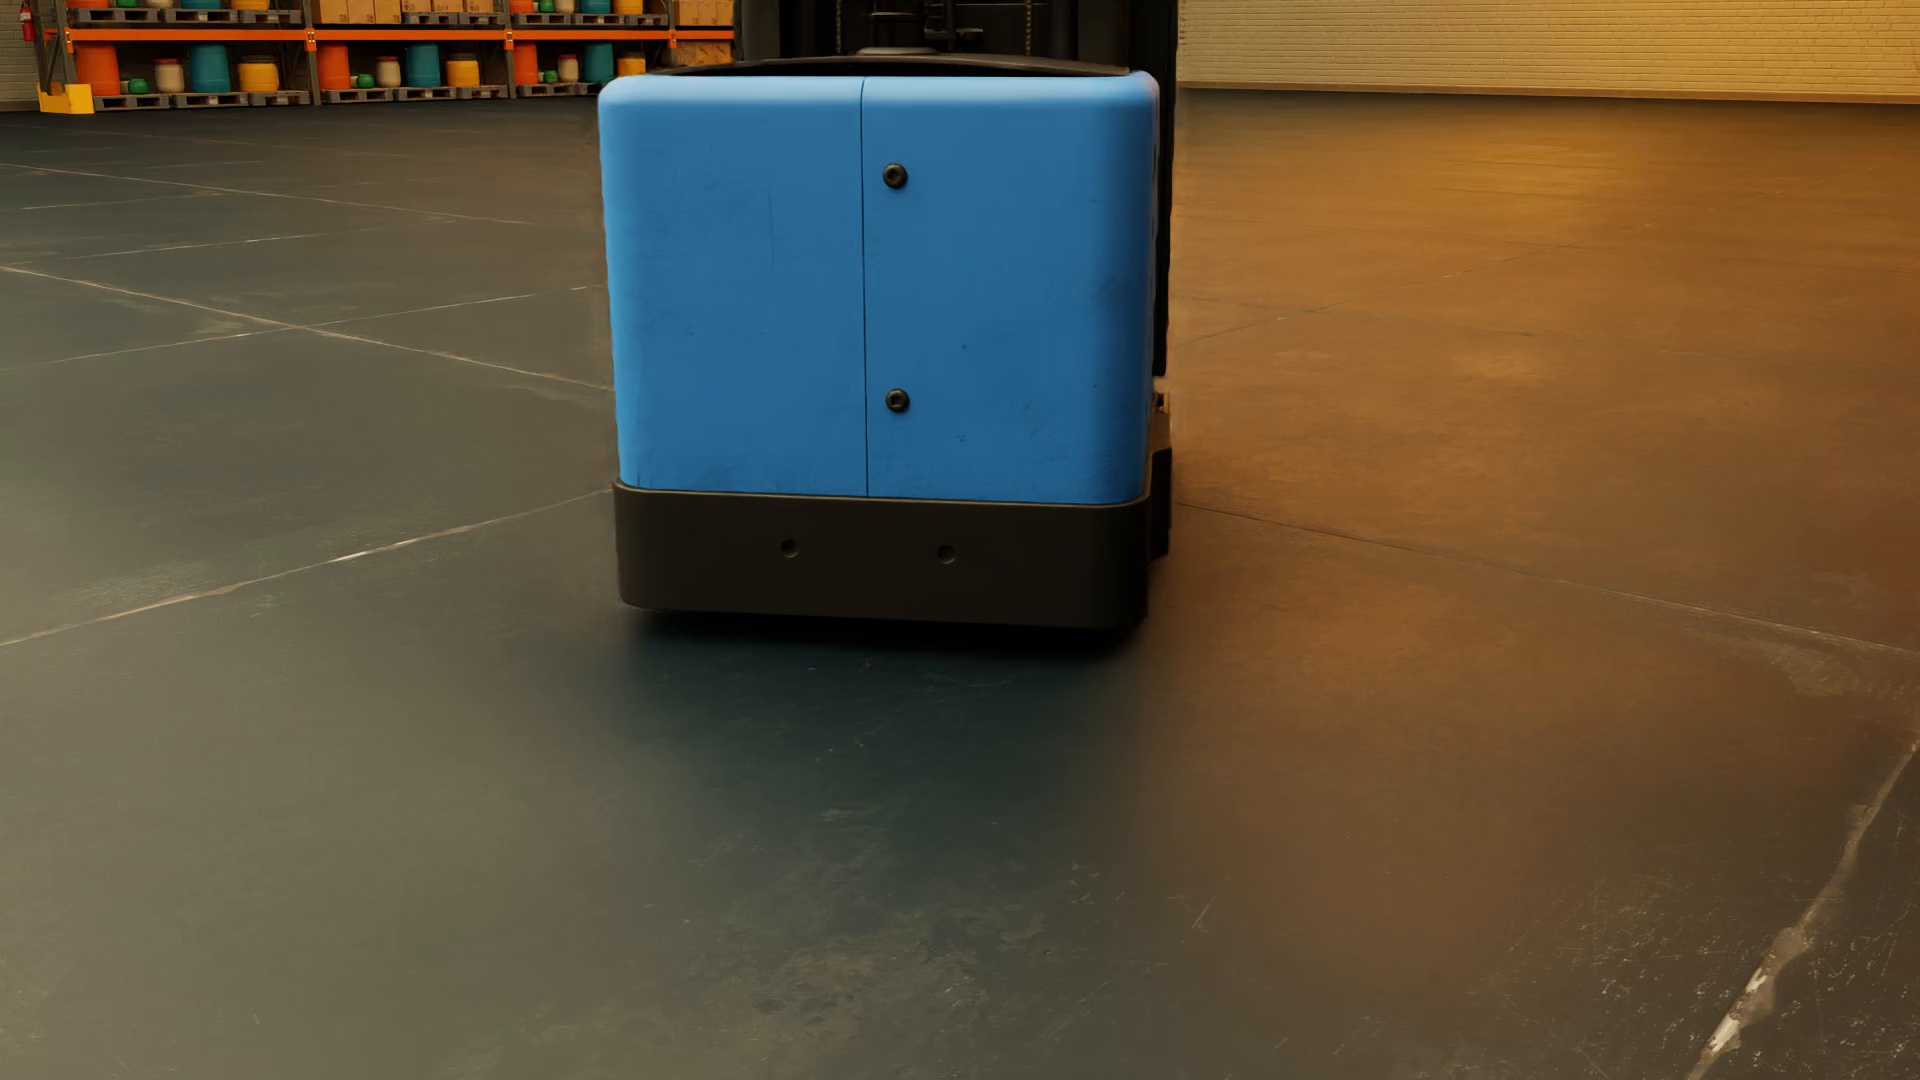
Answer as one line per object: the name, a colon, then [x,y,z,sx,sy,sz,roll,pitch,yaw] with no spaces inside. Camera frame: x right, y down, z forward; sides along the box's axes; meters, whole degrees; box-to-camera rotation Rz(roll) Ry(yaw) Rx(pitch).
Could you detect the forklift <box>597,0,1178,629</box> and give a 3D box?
forklift: [0.020,-1.617,4.224,1.130,2.935,3.031,2,17,7]
